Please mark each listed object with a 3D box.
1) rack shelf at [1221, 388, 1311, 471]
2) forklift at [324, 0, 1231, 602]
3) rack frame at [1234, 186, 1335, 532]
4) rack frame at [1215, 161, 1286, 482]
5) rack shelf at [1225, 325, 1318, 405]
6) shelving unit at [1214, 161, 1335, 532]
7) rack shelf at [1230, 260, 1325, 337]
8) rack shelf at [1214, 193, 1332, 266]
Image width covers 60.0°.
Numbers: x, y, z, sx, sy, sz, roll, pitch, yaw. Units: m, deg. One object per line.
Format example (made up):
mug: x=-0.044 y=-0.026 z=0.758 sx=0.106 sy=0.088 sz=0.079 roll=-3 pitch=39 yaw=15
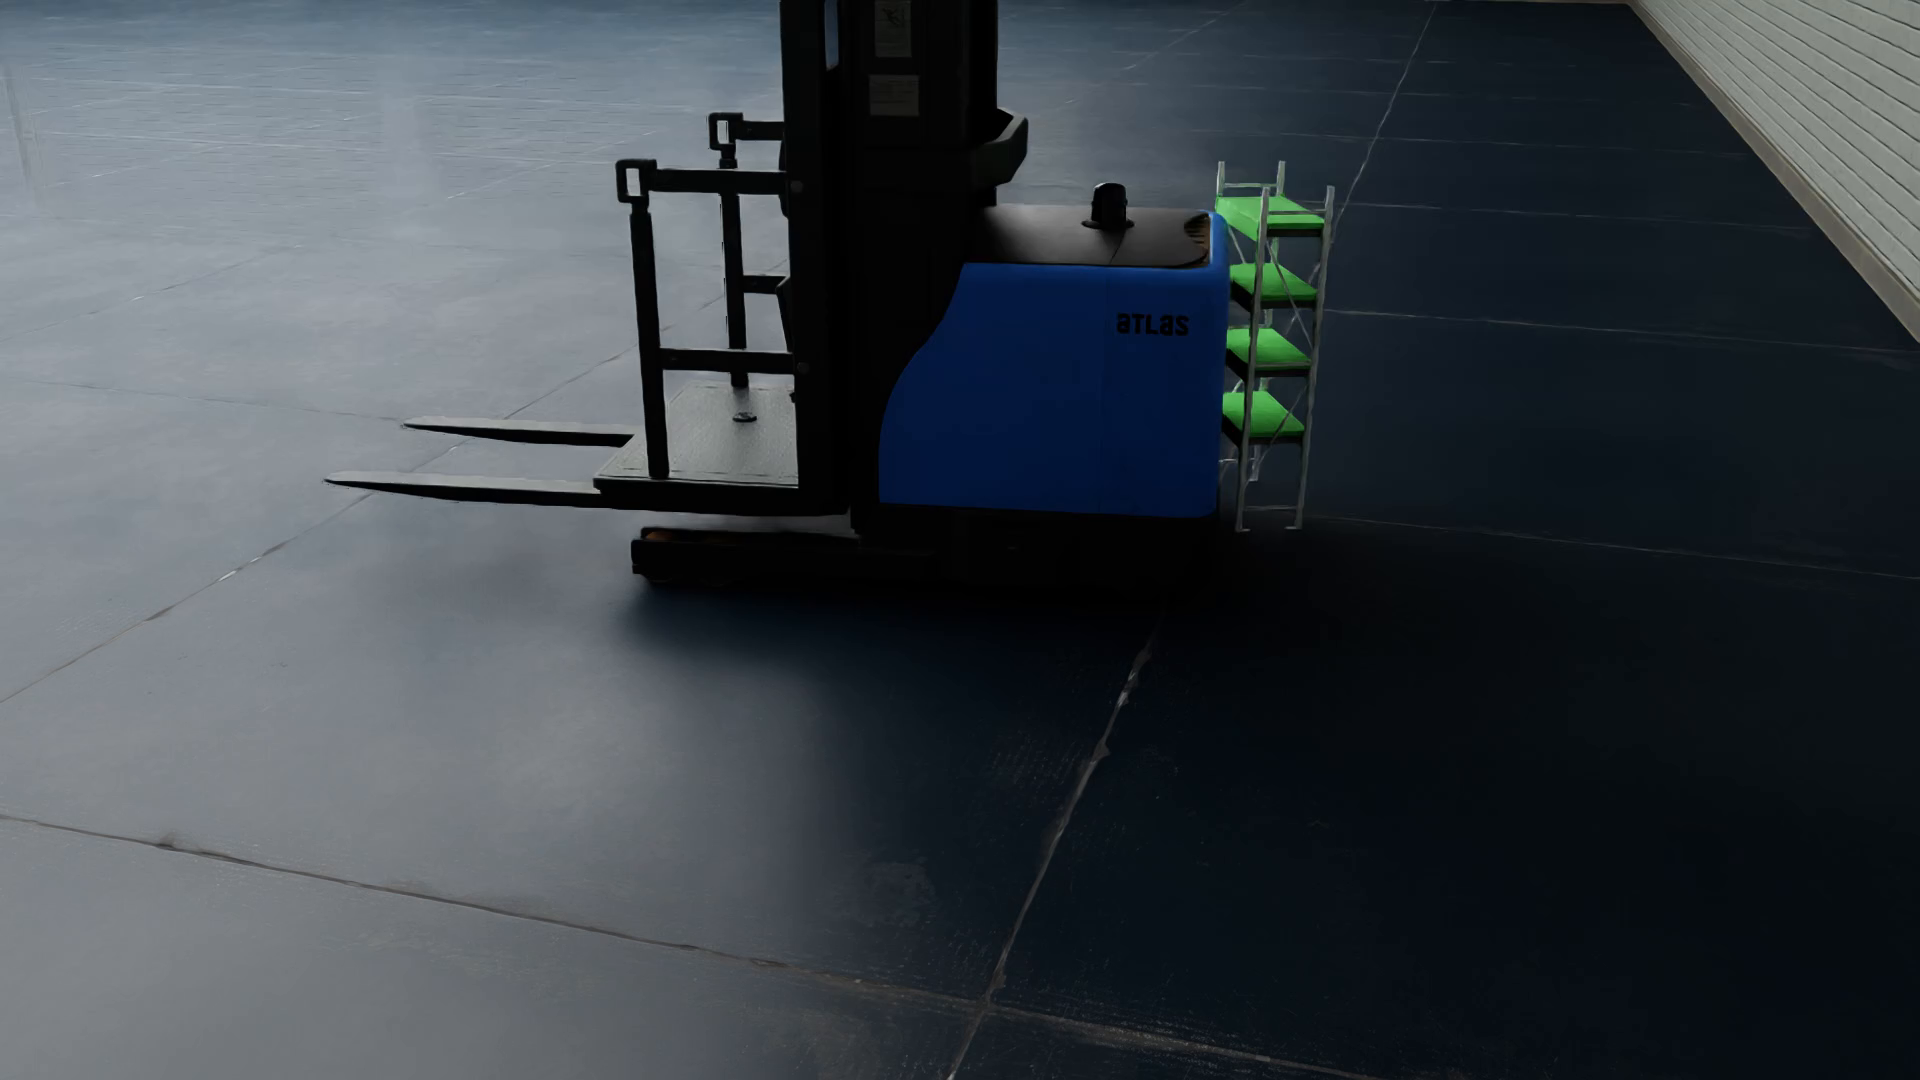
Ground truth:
rack shelf: x=1.051 y=-0.401 z=5.963 sx=0.258 sy=0.148 sz=0.480 roll=-3 pitch=22 yaw=-8
forklift: x=-0.631 y=-1.401 z=5.322 sx=3.031 sy=2.935 sz=1.130 roll=3 pitch=23 yaw=7
rack frame: x=1.092 y=-0.591 z=5.625 sx=0.240 sy=1.200 sz=0.015 roll=-3 pitch=22 yaw=-8
rack frame: x=1.019 y=-0.774 z=6.071 sx=0.240 sy=1.200 sz=0.015 roll=-3 pitch=22 yaw=-8
rack shelf: x=1.054 y=-0.623 z=5.872 sx=0.258 sy=0.148 sz=0.480 roll=-3 pitch=22 yaw=-8
shelving unit: x=1.055 y=-0.682 z=5.848 sx=0.258 sy=1.200 sz=0.503 roll=-3 pitch=22 yaw=-8
rack shelf: x=1.058 y=-0.846 z=5.781 sx=0.258 sy=0.148 sz=0.480 roll=-3 pitch=22 yaw=-8
rack shelf: x=1.061 y=-1.068 z=5.691 sx=0.258 sy=0.148 sz=0.480 roll=-3 pitch=22 yaw=-8
